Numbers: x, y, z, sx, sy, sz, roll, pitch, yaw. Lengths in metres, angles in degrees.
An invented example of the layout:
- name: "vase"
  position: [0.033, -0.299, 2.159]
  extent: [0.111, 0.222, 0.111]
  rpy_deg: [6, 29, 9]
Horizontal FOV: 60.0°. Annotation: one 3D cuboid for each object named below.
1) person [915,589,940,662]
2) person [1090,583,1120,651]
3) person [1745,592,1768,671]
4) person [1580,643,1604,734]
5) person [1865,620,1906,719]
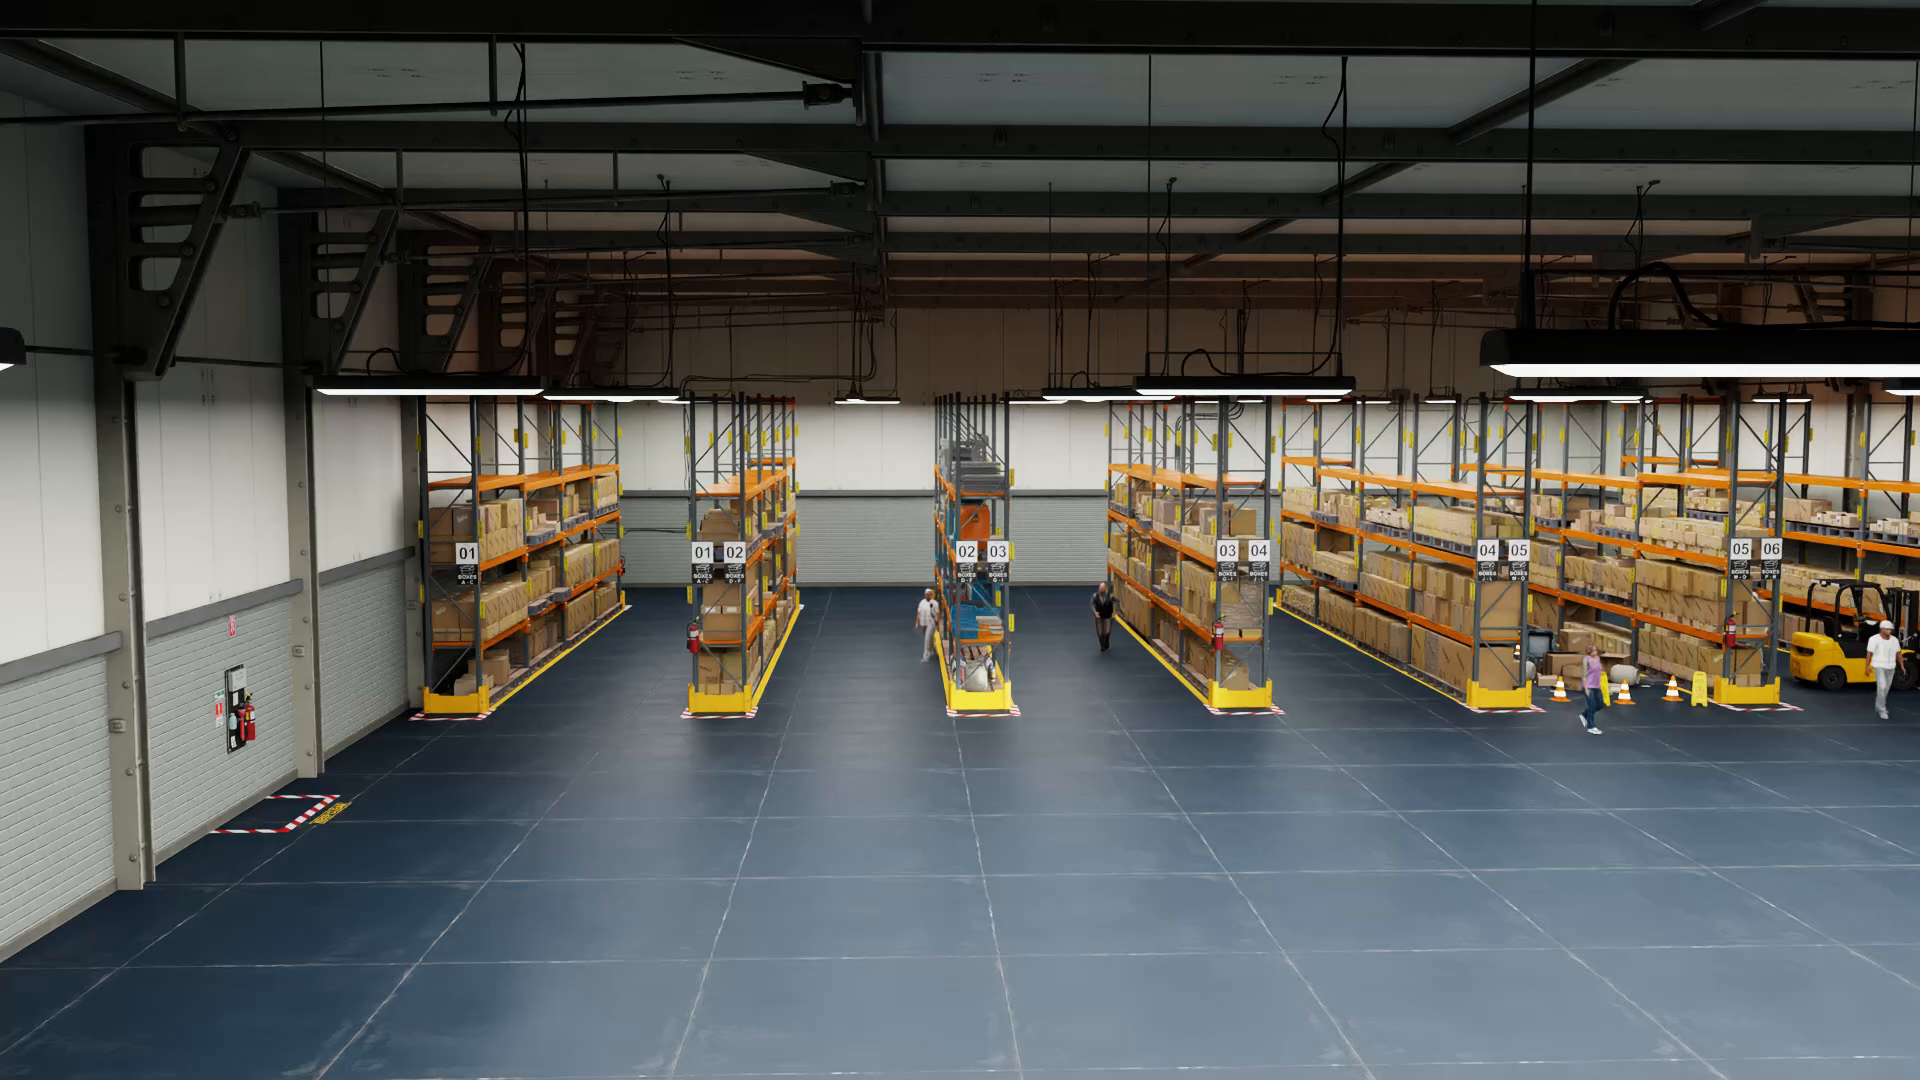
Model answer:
- name: "person"
  position: [-0.702, 1.900, 37.488]
  extent: [0.485, 1.604, 1.047]
  rpy_deg: [2, 5, 27]
- name: "person"
  position: [3.385, 1.799, 38.817]
  extent: [0.706, 1.635, 0.715]
  rpy_deg: [1, 5, 7]
- name: "person"
  position: [17.331, 1.996, 36.095]
  extent: [0.651, 1.688, 0.832]
  rpy_deg: [-1, 5, -6]
- name: "person"
  position: [11.059, 2.589, 29.161]
  extent: [0.442, 1.577, 0.532]
  rpy_deg: [-2, 5, -28]
- name: "person"
  position: [17.146, 2.383, 30.797]
  extent: [0.627, 1.796, 0.625]
  rpy_deg: [0, 5, -6]
